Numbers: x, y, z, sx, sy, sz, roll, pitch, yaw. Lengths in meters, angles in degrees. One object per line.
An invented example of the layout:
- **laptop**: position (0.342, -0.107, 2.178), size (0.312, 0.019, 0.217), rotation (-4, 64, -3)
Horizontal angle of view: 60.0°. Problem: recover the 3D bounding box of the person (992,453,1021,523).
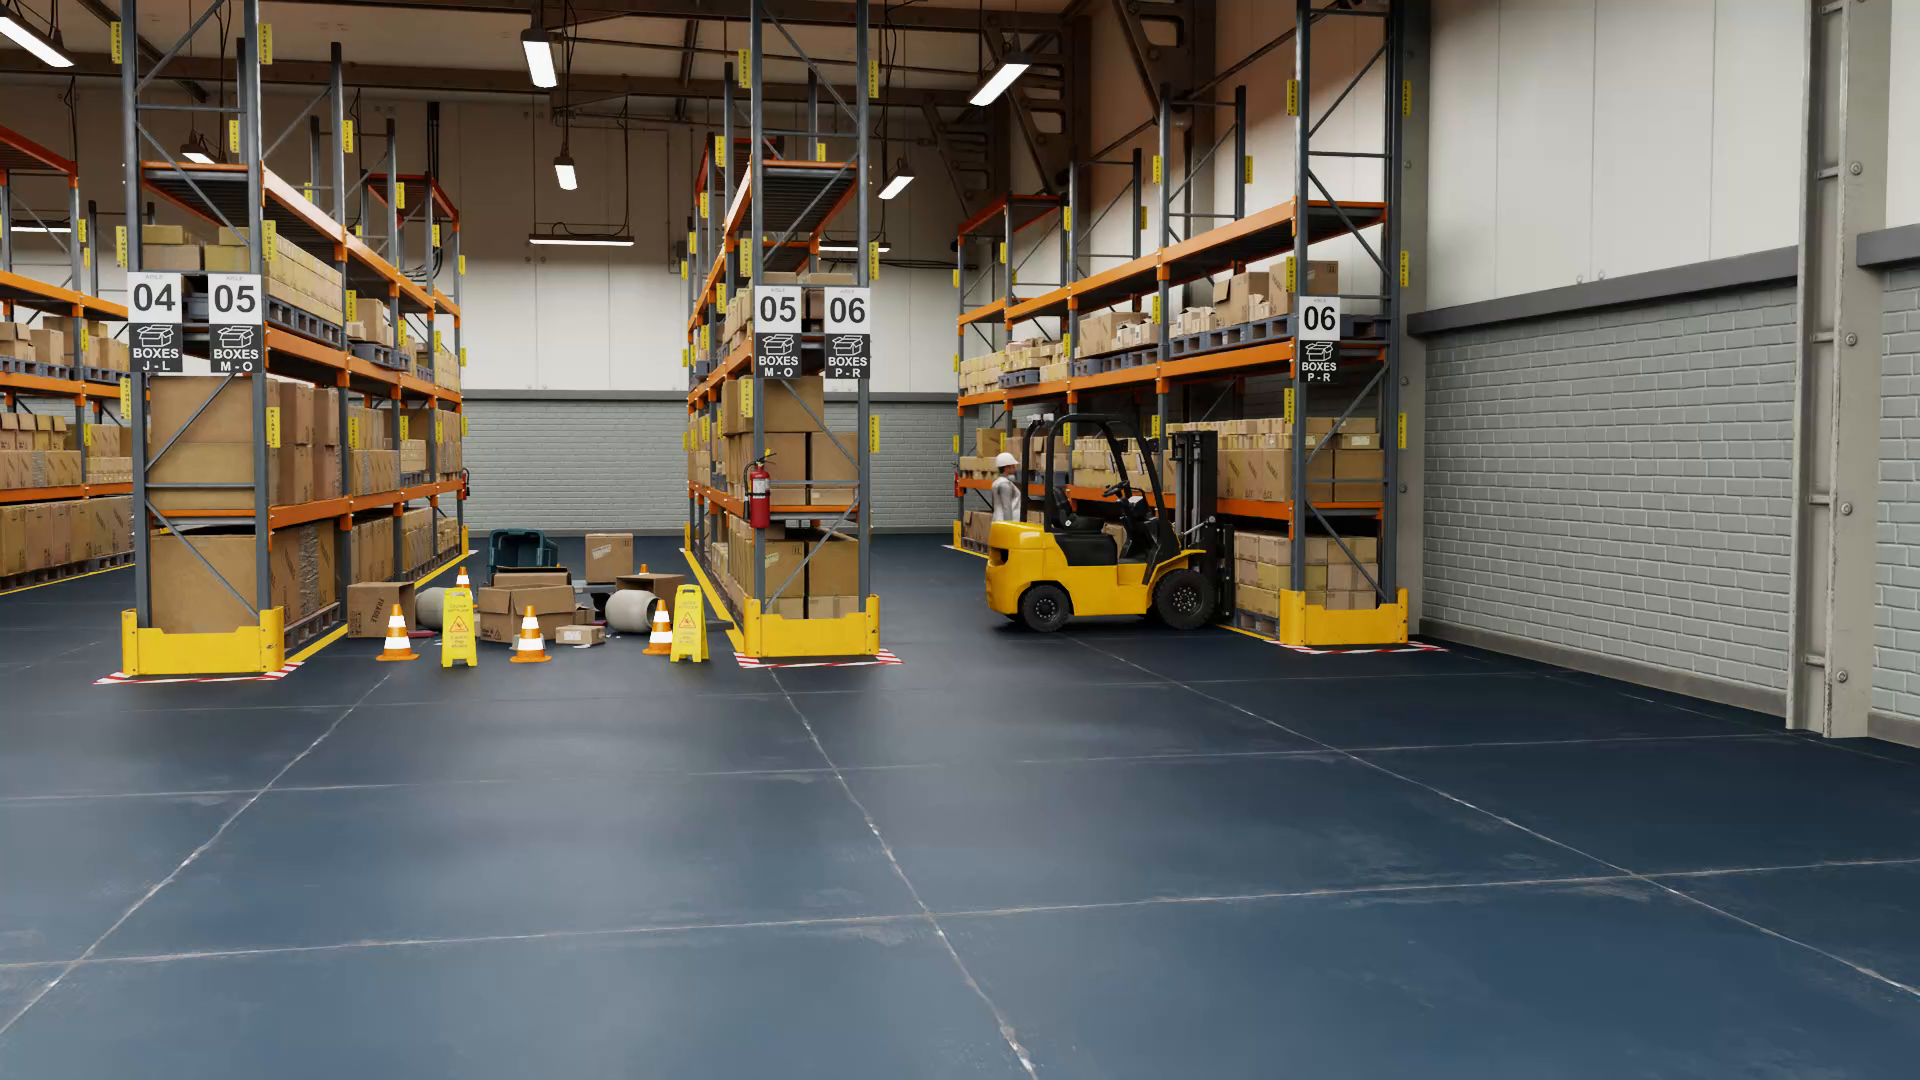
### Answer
- **person**: position (0.587, -0.142, 19.605), size (0.407, 1.771, 0.533), rotation (-1, 3, -10)
